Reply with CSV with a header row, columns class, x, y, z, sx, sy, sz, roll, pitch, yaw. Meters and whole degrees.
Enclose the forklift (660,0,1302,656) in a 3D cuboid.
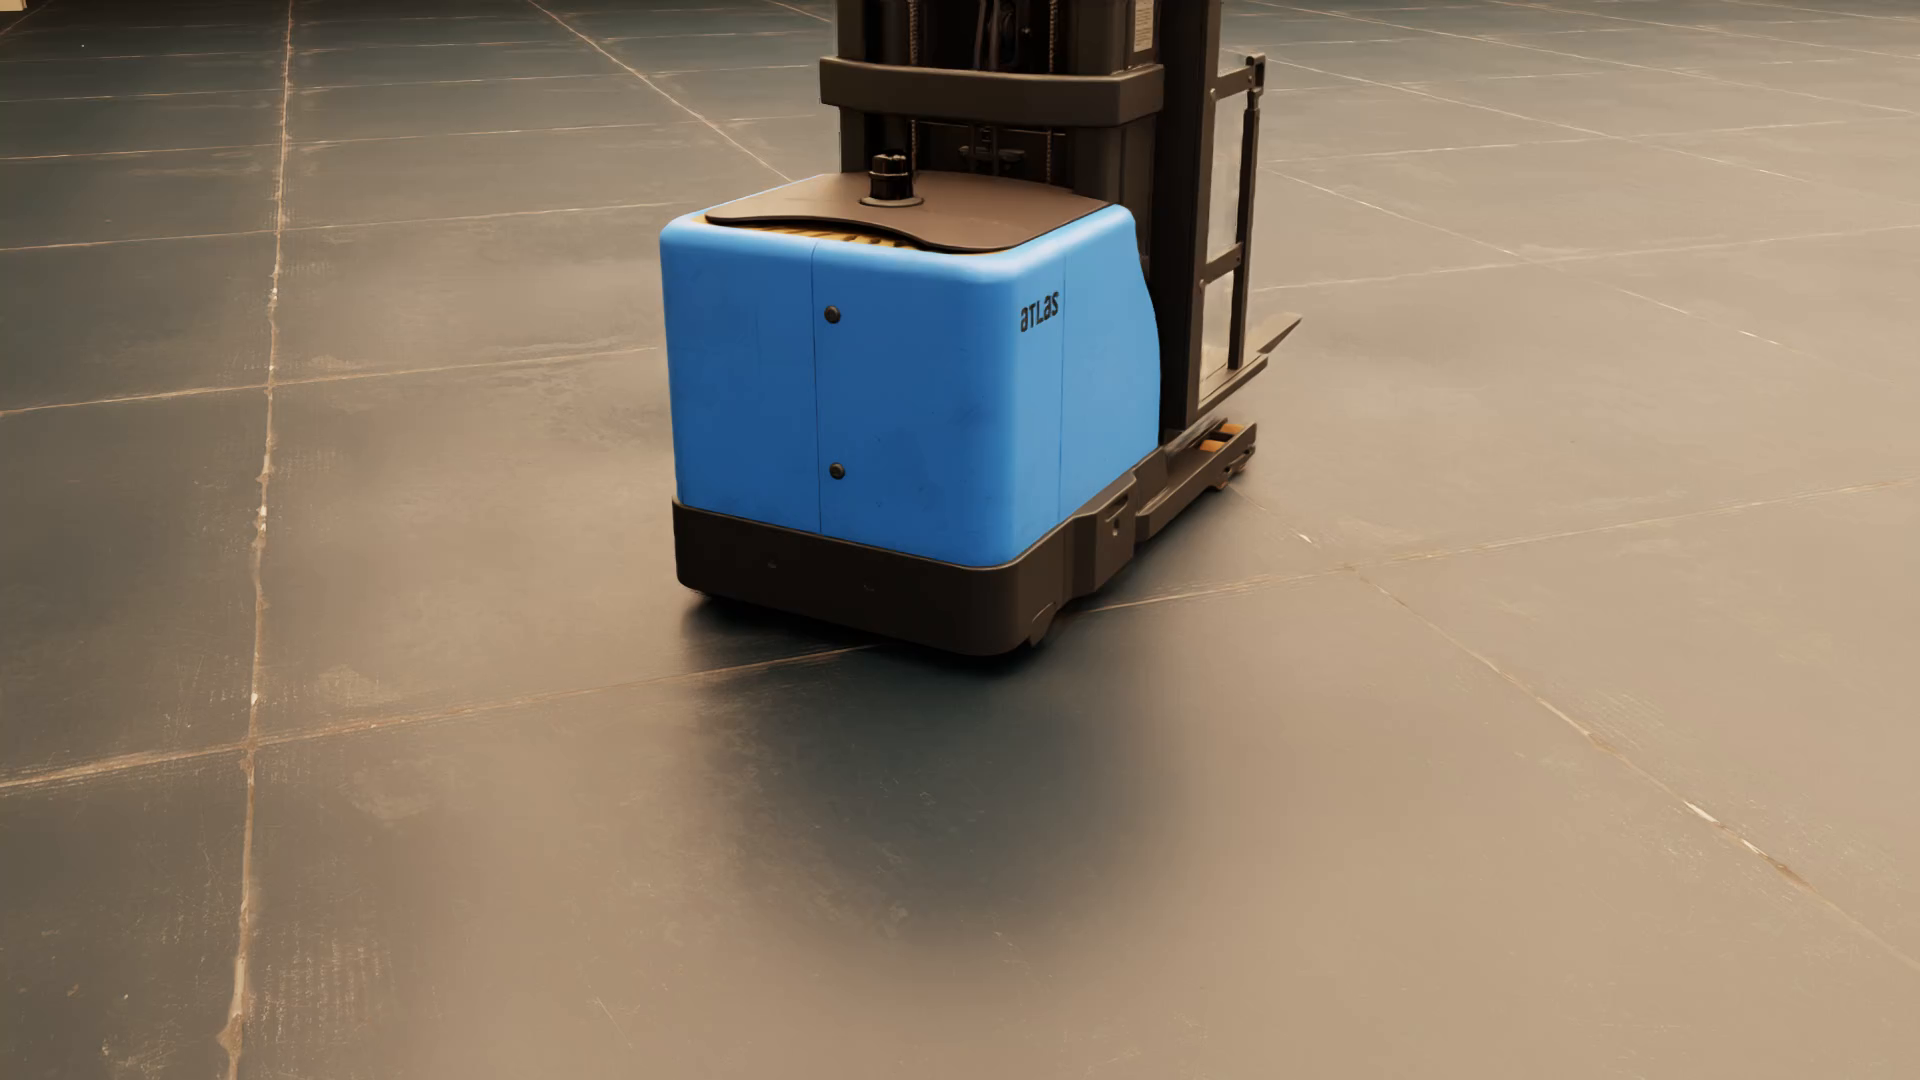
class,x,y,z,sx,sy,sz,roll,pitch,yaw
forklift,0.352,-1.589,5.078,1.130,2.935,3.031,12,26,26
